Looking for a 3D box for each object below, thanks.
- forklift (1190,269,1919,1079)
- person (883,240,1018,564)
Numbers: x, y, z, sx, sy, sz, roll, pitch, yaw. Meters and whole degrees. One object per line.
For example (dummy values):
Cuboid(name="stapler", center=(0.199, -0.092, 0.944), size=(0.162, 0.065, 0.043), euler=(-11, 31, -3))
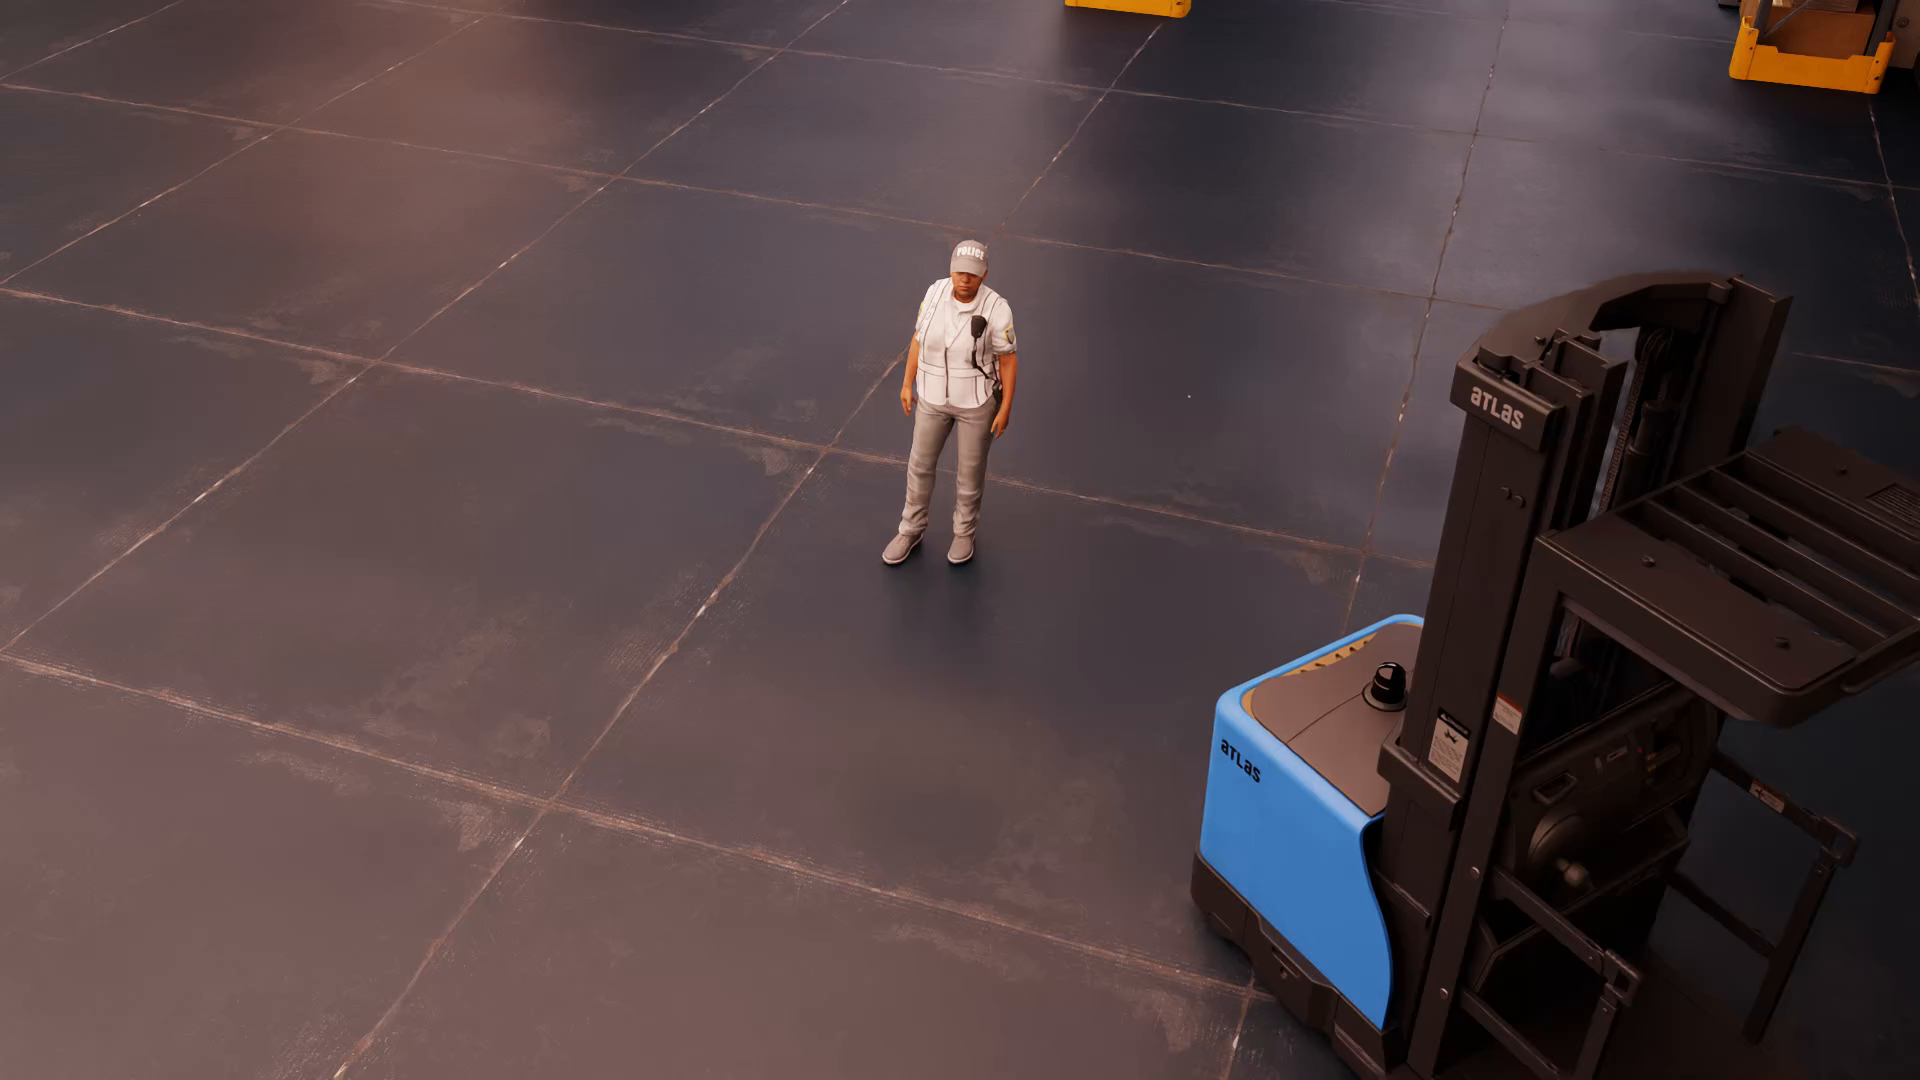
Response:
Cuboid(name="forklift", center=(2.125, 0.811, 4.967), size=(1.130, 2.935, 3.031), euler=(-20, 40, -26))
Cuboid(name="person", center=(-0.047, -0.648, 8.106), size=(0.598, 1.670, 0.529), euler=(12, 37, 16))
